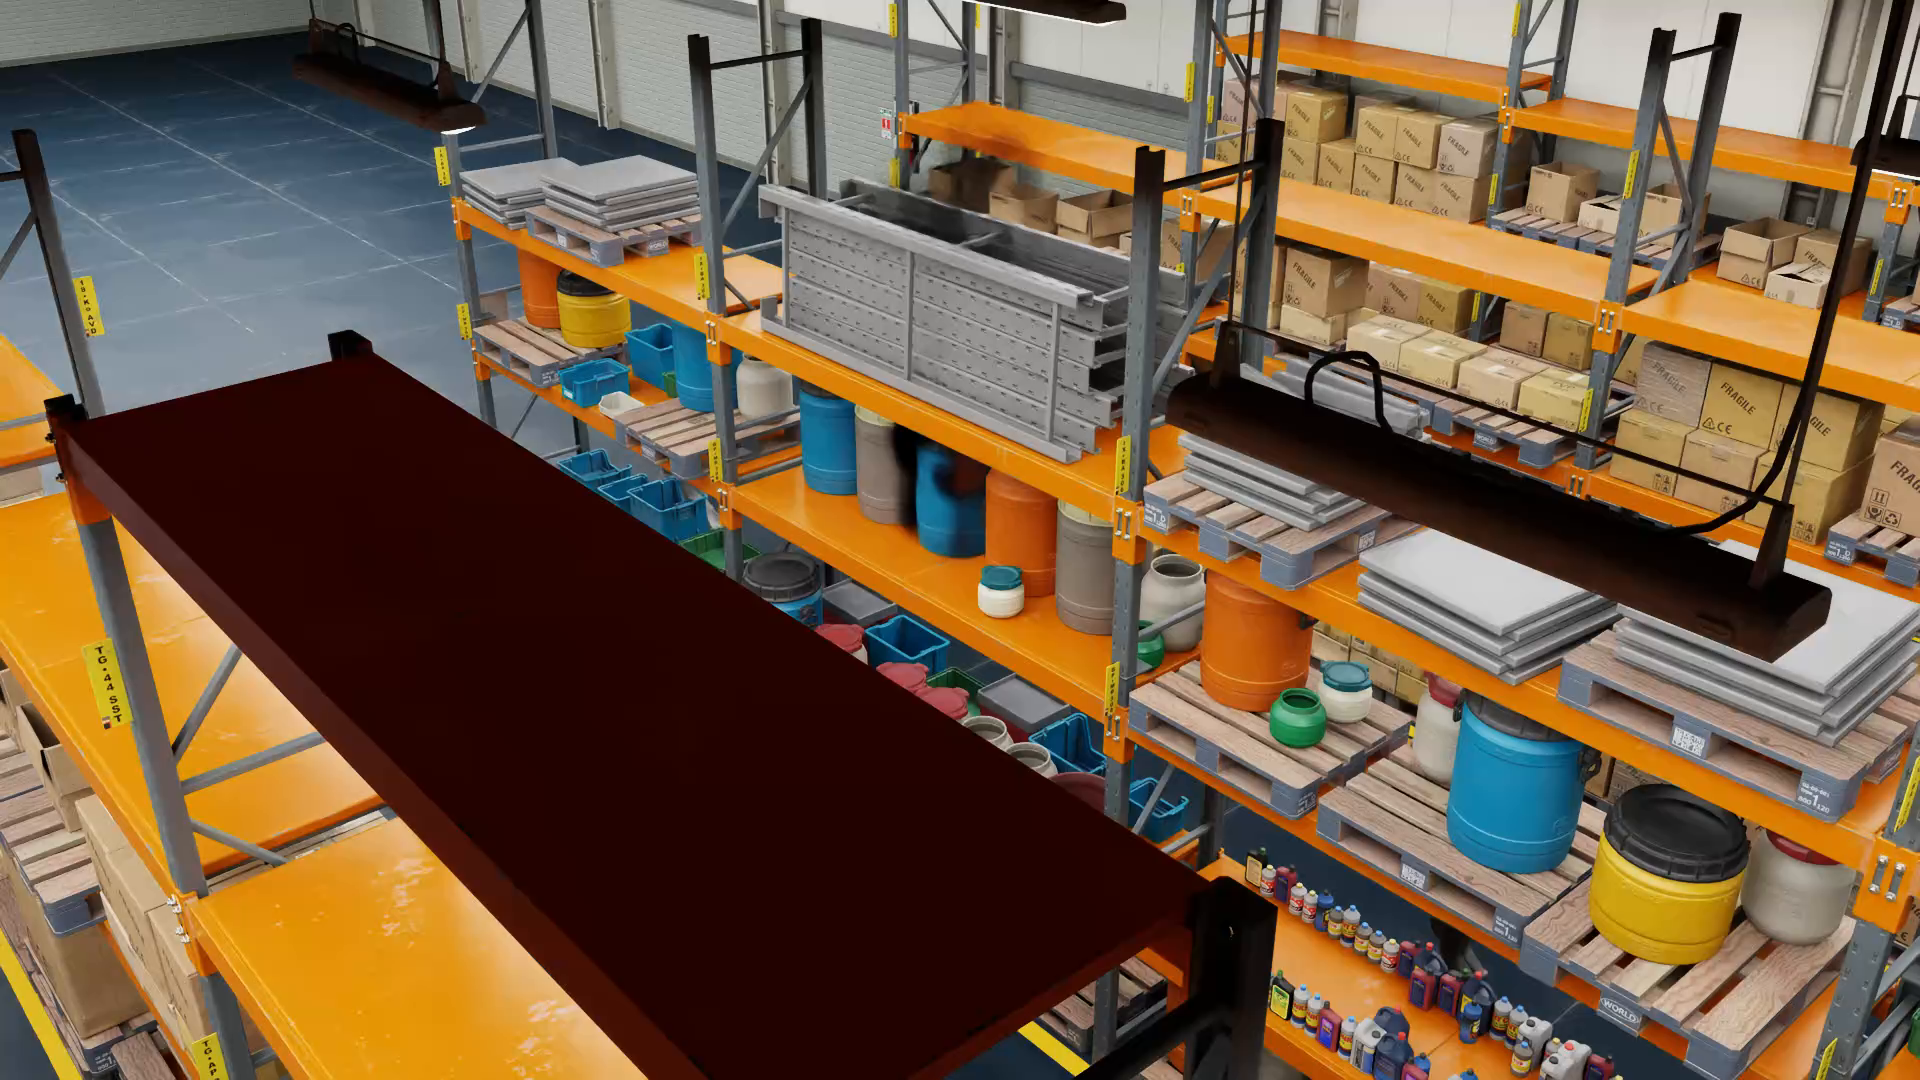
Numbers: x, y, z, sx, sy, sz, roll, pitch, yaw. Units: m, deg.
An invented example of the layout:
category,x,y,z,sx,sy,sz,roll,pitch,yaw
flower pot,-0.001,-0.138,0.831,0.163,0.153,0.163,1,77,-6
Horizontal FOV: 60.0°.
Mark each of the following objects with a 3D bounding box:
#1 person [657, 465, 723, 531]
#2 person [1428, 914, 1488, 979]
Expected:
category,x,y,z,sx,sy,sz,roll,pitch,yaw
person,-2.901,-0.747,17.129,0.929,1.694,0.566,7,28,14
person,3.313,2.407,11.051,0.555,1.610,0.660,-22,35,-37
